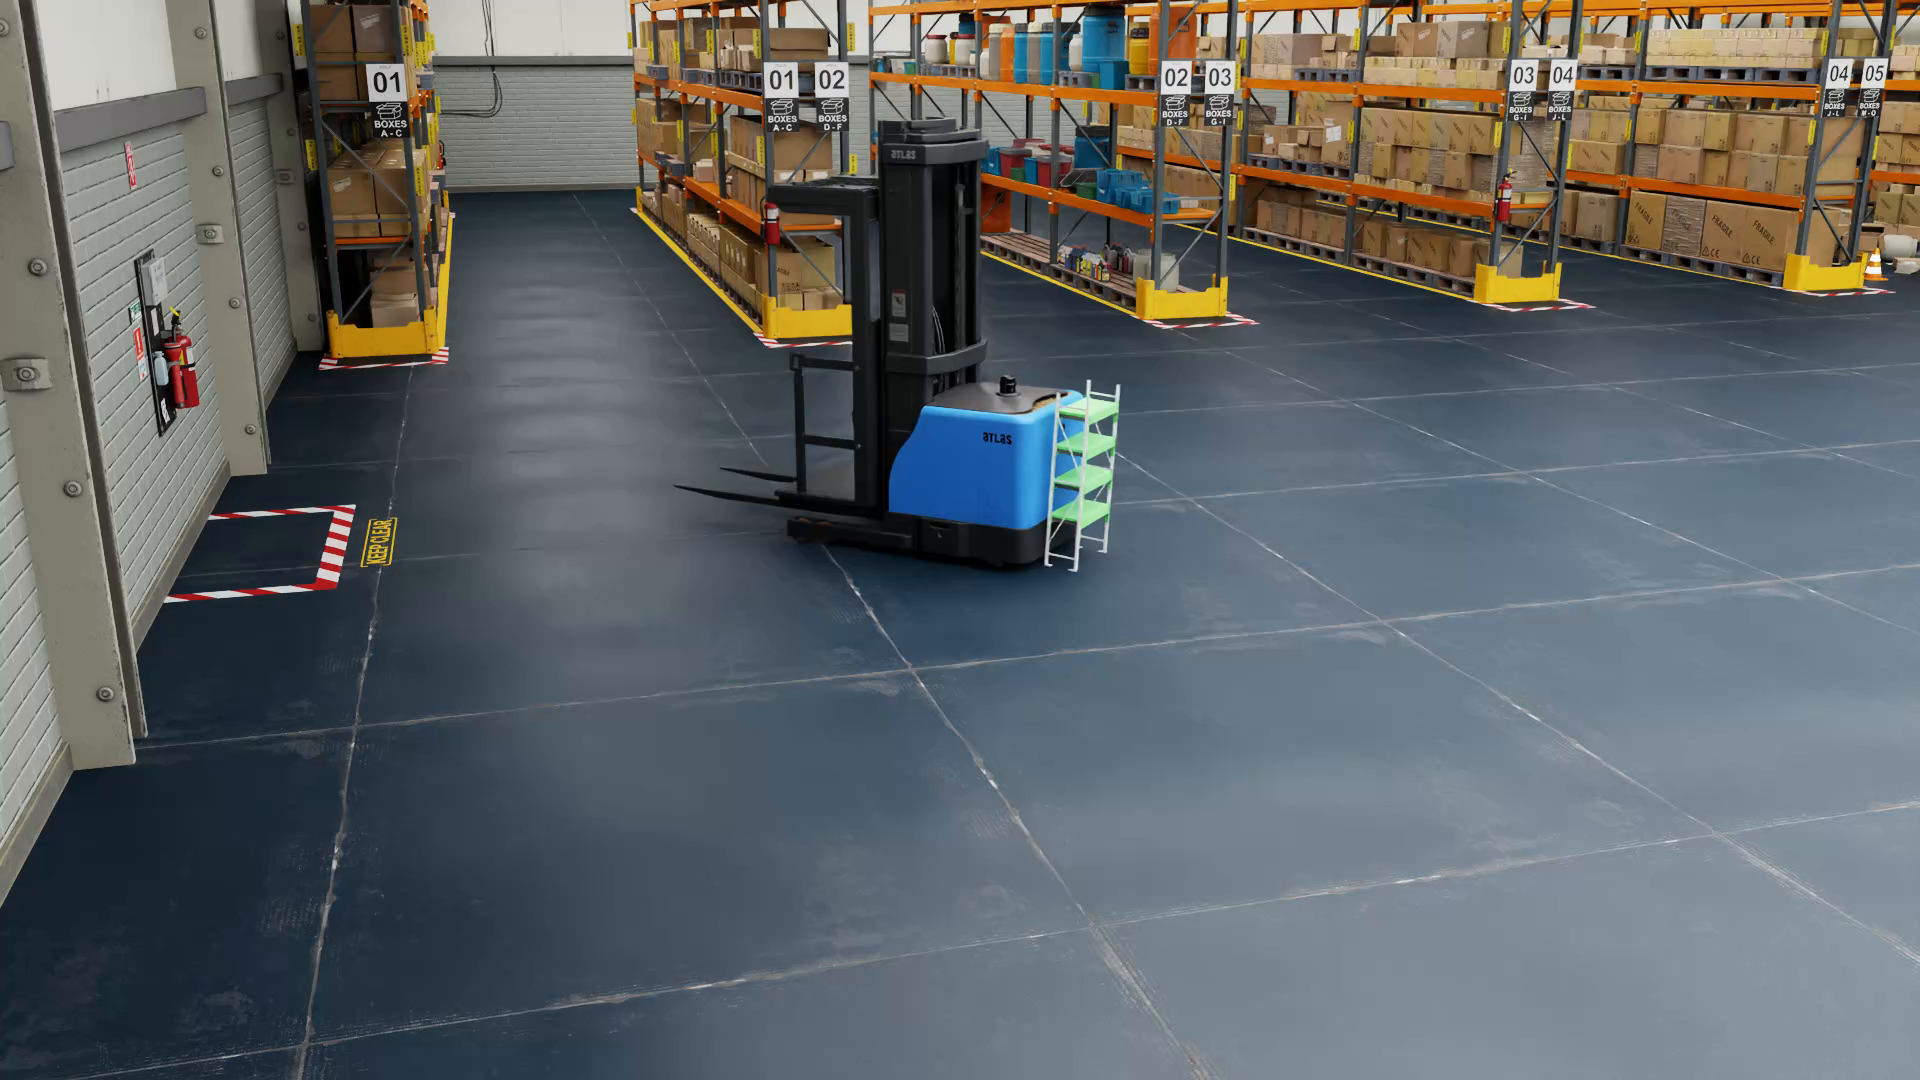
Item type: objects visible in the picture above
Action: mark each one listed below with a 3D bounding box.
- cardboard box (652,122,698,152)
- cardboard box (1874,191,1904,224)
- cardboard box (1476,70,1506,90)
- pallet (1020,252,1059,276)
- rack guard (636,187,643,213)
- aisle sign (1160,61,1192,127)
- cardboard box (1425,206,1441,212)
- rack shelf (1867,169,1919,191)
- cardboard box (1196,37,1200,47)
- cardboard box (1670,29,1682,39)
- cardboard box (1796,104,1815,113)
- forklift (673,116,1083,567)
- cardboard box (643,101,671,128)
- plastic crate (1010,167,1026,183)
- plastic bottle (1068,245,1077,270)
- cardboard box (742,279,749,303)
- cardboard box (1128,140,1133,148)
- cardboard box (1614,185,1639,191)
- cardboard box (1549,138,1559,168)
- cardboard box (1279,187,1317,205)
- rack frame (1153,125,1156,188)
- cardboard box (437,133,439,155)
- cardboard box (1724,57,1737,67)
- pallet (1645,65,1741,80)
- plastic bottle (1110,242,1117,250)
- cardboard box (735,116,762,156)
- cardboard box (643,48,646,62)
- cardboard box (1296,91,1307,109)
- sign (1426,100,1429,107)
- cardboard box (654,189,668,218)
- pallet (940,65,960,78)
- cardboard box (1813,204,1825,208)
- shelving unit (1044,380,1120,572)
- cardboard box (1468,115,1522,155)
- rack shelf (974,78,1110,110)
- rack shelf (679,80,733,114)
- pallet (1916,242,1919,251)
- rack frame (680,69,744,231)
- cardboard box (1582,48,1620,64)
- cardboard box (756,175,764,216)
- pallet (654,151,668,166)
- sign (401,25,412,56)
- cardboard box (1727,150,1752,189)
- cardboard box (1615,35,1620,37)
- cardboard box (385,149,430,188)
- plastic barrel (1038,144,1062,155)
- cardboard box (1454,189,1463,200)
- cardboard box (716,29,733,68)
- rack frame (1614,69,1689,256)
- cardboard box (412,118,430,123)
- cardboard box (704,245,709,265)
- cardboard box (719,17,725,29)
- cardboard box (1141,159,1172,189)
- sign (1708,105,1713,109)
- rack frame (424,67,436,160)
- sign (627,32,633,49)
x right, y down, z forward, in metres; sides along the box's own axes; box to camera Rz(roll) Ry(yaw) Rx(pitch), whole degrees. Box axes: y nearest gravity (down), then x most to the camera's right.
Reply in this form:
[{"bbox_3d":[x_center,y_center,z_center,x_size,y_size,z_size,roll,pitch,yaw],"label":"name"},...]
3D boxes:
[{"bbox_3d":[-5.197,-7.374,30.384,0.700,0.500,0.500,-12,20,-34],"label":"cardboard box"},{"bbox_3d":[16.044,-5.686,28.412,0.500,0.500,0.500,-4,17,-13],"label":"cardboard box"},{"bbox_3d":[7.335,-6.215,22.474,0.500,0.250,0.500,-4,17,-14],"label":"cardboard box"},{"bbox_3d":[1.597,-4.330,26.001,1.003,0.211,1.213,-5,17,-15],"label":"pallet"},{"bbox_3d":[-6.190,-7.162,34.927,1.175,0.500,0.348,-5,17,-15],"label":"rack guard"},{"bbox_3d":[2.684,-5.547,20.685,0.394,0.787,0.004,-5,17,-15],"label":"aisle sign"},{"bbox_3d":[9.578,-6.768,32.885,0.500,0.500,0.500,-6,18,-18],"label":"cardboard box"},{"bbox_3d":[16.691,-5.729,27.061,1.077,0.370,4.000,-5,17,-15],"label":"rack shelf"},{"bbox_3d":[4.583,-9.582,32.520,0.700,0.500,0.500,-4,17,-14],"label":"cardboard box"},{"bbox_3d":[11.323,-7.887,25.926,0.380,0.149,0.250,-5,17,-16],"label":"cardboard box"},{"bbox_3d":[15.763,-8.005,30.839,0.380,0.149,0.250,-6,18,-18],"label":"cardboard box"},{"bbox_3d":[-0.668,-1.494,11.832,3.031,2.935,1.130,8,19,26],"label":"forklift"},{"bbox_3d":[-5.919,-8.340,32.592,0.500,0.500,0.500,-5,17,-16],"label":"cardboard box"},{"bbox_3d":[1.100,-5.810,26.447,0.450,0.188,0.662,-5,17,-15],"label":"plastic crate"},{"bbox_3d":[1.673,-4.138,24.352,0.144,0.351,0.185,-4,17,-14],"label":"plastic bottle"},{"bbox_3d":[-2.534,-3.239,21.572,0.500,0.250,0.500,-5,17,-15],"label":"cardboard box"},{"bbox_3d":[3.732,-8.279,34.736,0.380,0.149,0.250,-4,17,-14],"label":"cardboard box"},{"bbox_3d":[14.445,-7.609,35.031,0.875,0.875,0.875,-4,17,-14],"label":"cardboard box"},{"bbox_3d":[10.589,-6.798,29.196,0.500,0.500,0.500,-5,17,-16],"label":"cardboard box"},{"bbox_3d":[5.882,-5.993,28.968,0.500,0.250,0.500,-3,17,-9],"label":"cardboard box"},{"bbox_3d":[4.414,-8.056,33.557,1.000,3.000,0.127,-5,17,-15],"label":"rack frame"},{"bbox_3d":[-10.613,-7.791,32.152,0.980,0.700,0.700,-5,17,-16],"label":"cardboard box"},{"bbox_3d":[11.673,-7.153,24.871,0.380,0.149,0.250,-4,17,-15],"label":"cardboard box"},{"bbox_3d":[11.624,-7.374,26.228,1.003,0.211,1.213,-5,17,-15],"label":"pallet"},{"bbox_3d":[2.304,-4.238,24.688,0.144,0.351,0.185,-5,17,-17],"label":"plastic bottle"},{"bbox_3d":[-2.645,-5.468,22.514,0.700,0.500,0.500,-5,17,-15],"label":"cardboard box"},{"bbox_3d":[-5.776,-9.268,31.770,0.500,0.250,0.500,-5,17,-15],"label":"cardboard box"},{"bbox_3d":[7.980,-10.051,37.769,0.500,0.500,0.500,-5,17,-16],"label":"cardboard box"},{"bbox_3d":[9.743,-9.020,34.753,0.100,0.325,0.005,-5,17,-15],"label":"sign"},{"bbox_3d":[-5.541,-6.423,31.700,0.500,0.500,0.500,-5,17,-15],"label":"cardboard box"},{"bbox_3d":[0.276,-8.488,30.110,1.003,0.211,1.213,-5,17,-15],"label":"pallet"},{"bbox_3d":[14.438,-5.643,28.553,0.500,0.500,0.500,-5,17,-15],"label":"cardboard box"},{"bbox_3d":[0.831,-0.440,11.307,0.258,1.200,0.503,12,20,26],"label":"shelving unit"},{"bbox_3d":[7.323,-5.539,22.748,0.500,0.500,0.500,-5,17,-15],"label":"cardboard box"},{"bbox_3d":[1.301,-7.097,26.401,1.077,0.370,4.000,-5,17,-15],"label":"rack shelf"},{"bbox_3d":[-3.463,-6.706,25.100,1.077,0.370,4.000,-5,17,-15],"label":"rack shelf"},{"bbox_3d":[16.360,-5.108,28.591,1.003,0.211,1.213,-5,17,-15],"label":"pallet"},{"bbox_3d":[-4.013,-6.167,27.270,1.000,3.000,0.127,-5,17,-15],"label":"rack frame"},{"bbox_3d":[10.858,-8.145,27.997,0.500,0.250,0.500,-5,17,-16],"label":"cardboard box"},{"bbox_3d":[-2.210,-4.415,21.263,0.700,0.500,0.500,-5,17,-15],"label":"cardboard box"},{"bbox_3d":[-4.997,-6.952,30.217,1.003,0.211,1.213,-5,17,-15],"label":"pallet"},{"bbox_3d":[-6.054,-5.460,18.182,0.100,0.325,0.005,-5,17,-15],"label":"sign"},{"bbox_3d":[12.158,-5.587,25.077,0.875,0.550,0.550,-5,17,-15],"label":"cardboard box"},{"bbox_3d":[13.983,-10.752,36.242,0.500,0.500,0.500,-4,17,-14],"label":"cardboard box"},{"bbox_3d":[-7.248,-4.859,21.836,0.500,0.500,0.500,-5,17,-15],"label":"cardboard box"},{"bbox_3d":[1.478,-6.121,26.880,0.433,0.535,0.433,0,17,0],"label":"plastic barrel"},{"bbox_3d":[7.195,-4.884,23.433,0.380,0.149,0.250,-5,17,-15],"label":"cardboard box"},{"bbox_3d":[-3.028,-6.654,22.527,0.500,0.500,0.500,-3,17,-11],"label":"cardboard box"},{"bbox_3d":[11.409,-6.207,27.403,1.000,3.000,0.127,-5,17,-15],"label":"rack frame"},{"bbox_3d":[-8.941,-6.766,27.235,0.500,0.250,0.500,-5,17,-15],"label":"cardboard box"},{"bbox_3d":[-3.584,-4.319,25.165,0.500,0.250,0.500,-4,17,-14],"label":"cardboard box"},{"bbox_3d":[-3.224,-7.316,24.105,0.500,0.500,0.500,-3,17,-10],"label":"cardboard box"},{"bbox_3d":[4.310,-7.429,34.431,0.875,0.875,0.875,-5,17,-15],"label":"cardboard box"},{"bbox_3d":[14.509,-8.243,32.167,0.100,0.325,0.005,-5,17,-15],"label":"sign"},{"bbox_3d":[-9.874,-6.881,29.646,1.000,3.000,0.127,-5,17,-15],"label":"rack frame"},{"bbox_3d":[-6.733,-10.193,33.937,0.100,0.325,0.005,-5,17,-15],"label":"sign"}]
